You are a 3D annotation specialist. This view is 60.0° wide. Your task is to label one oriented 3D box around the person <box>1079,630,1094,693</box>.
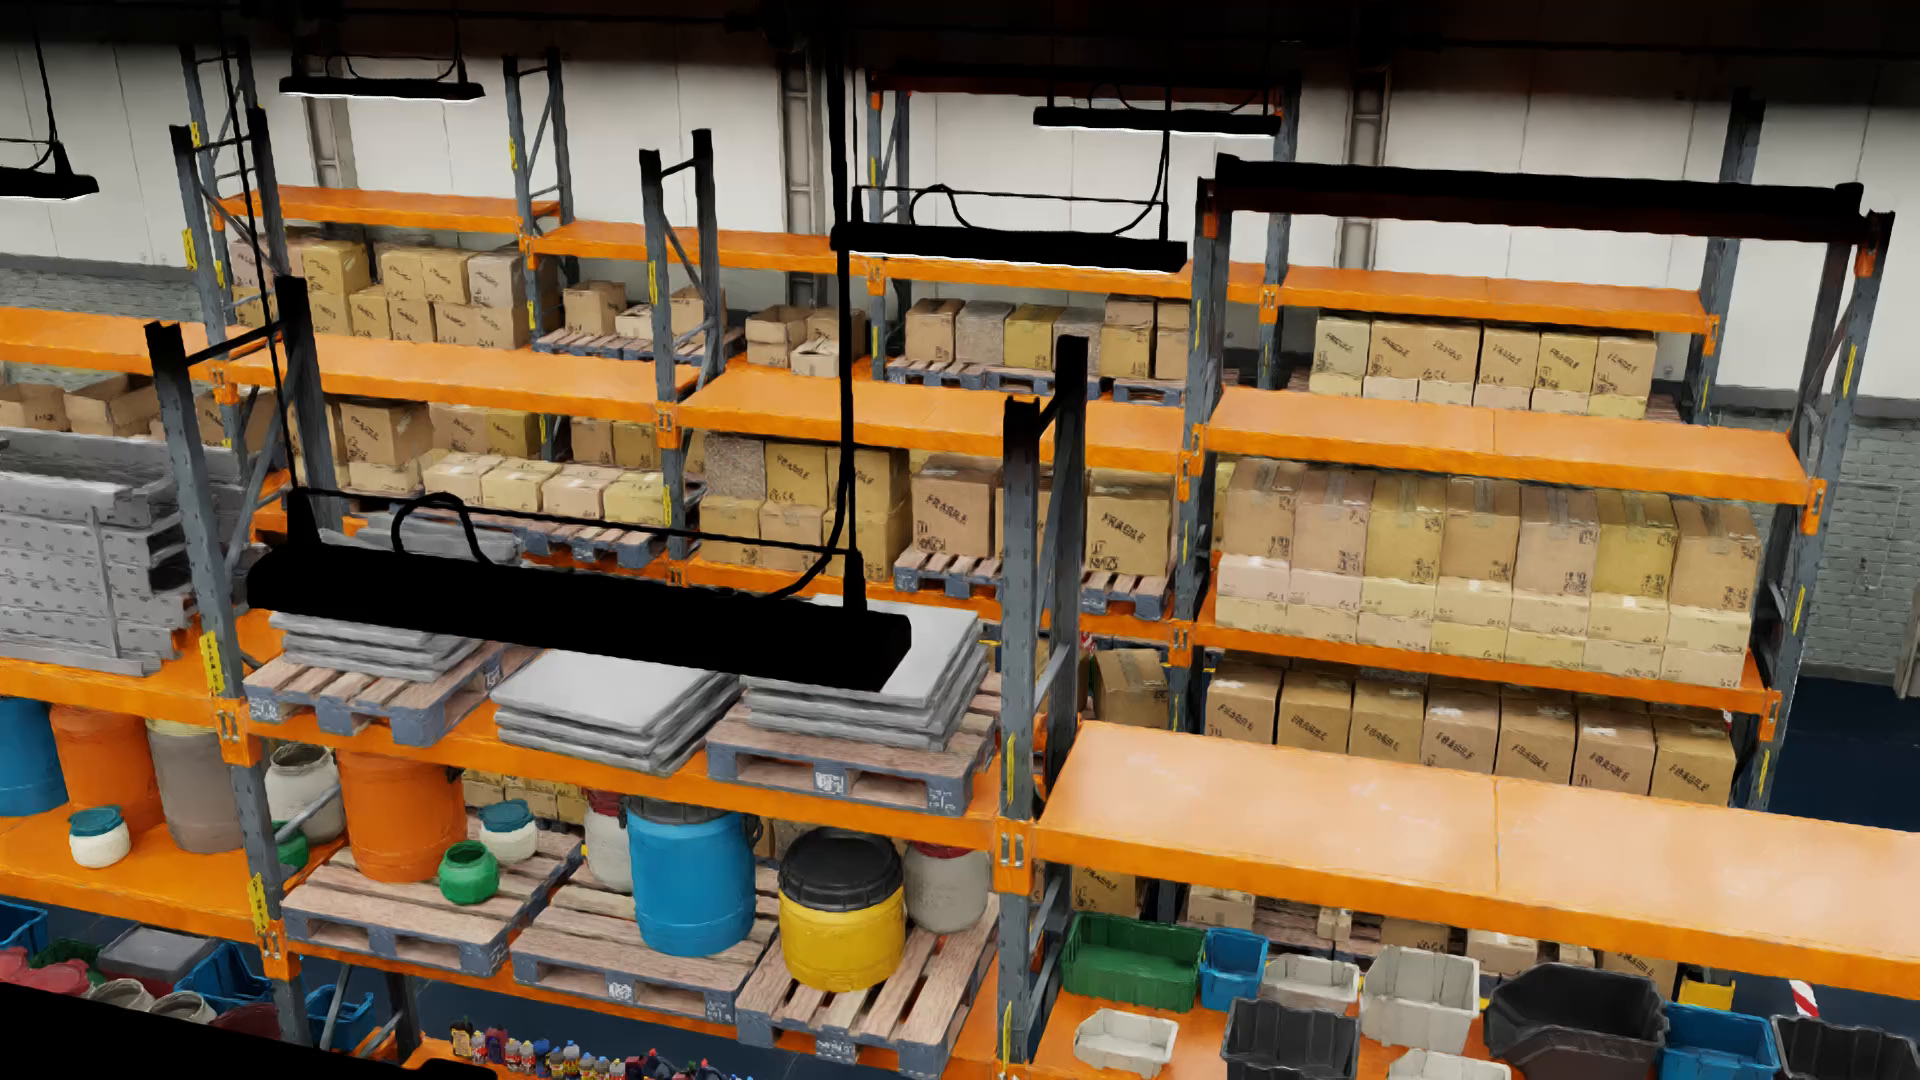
[{"bbox_3d":[1.047,1.054,15.978,1.123,1.709,0.553,7,24,17],"label":"person"}]
